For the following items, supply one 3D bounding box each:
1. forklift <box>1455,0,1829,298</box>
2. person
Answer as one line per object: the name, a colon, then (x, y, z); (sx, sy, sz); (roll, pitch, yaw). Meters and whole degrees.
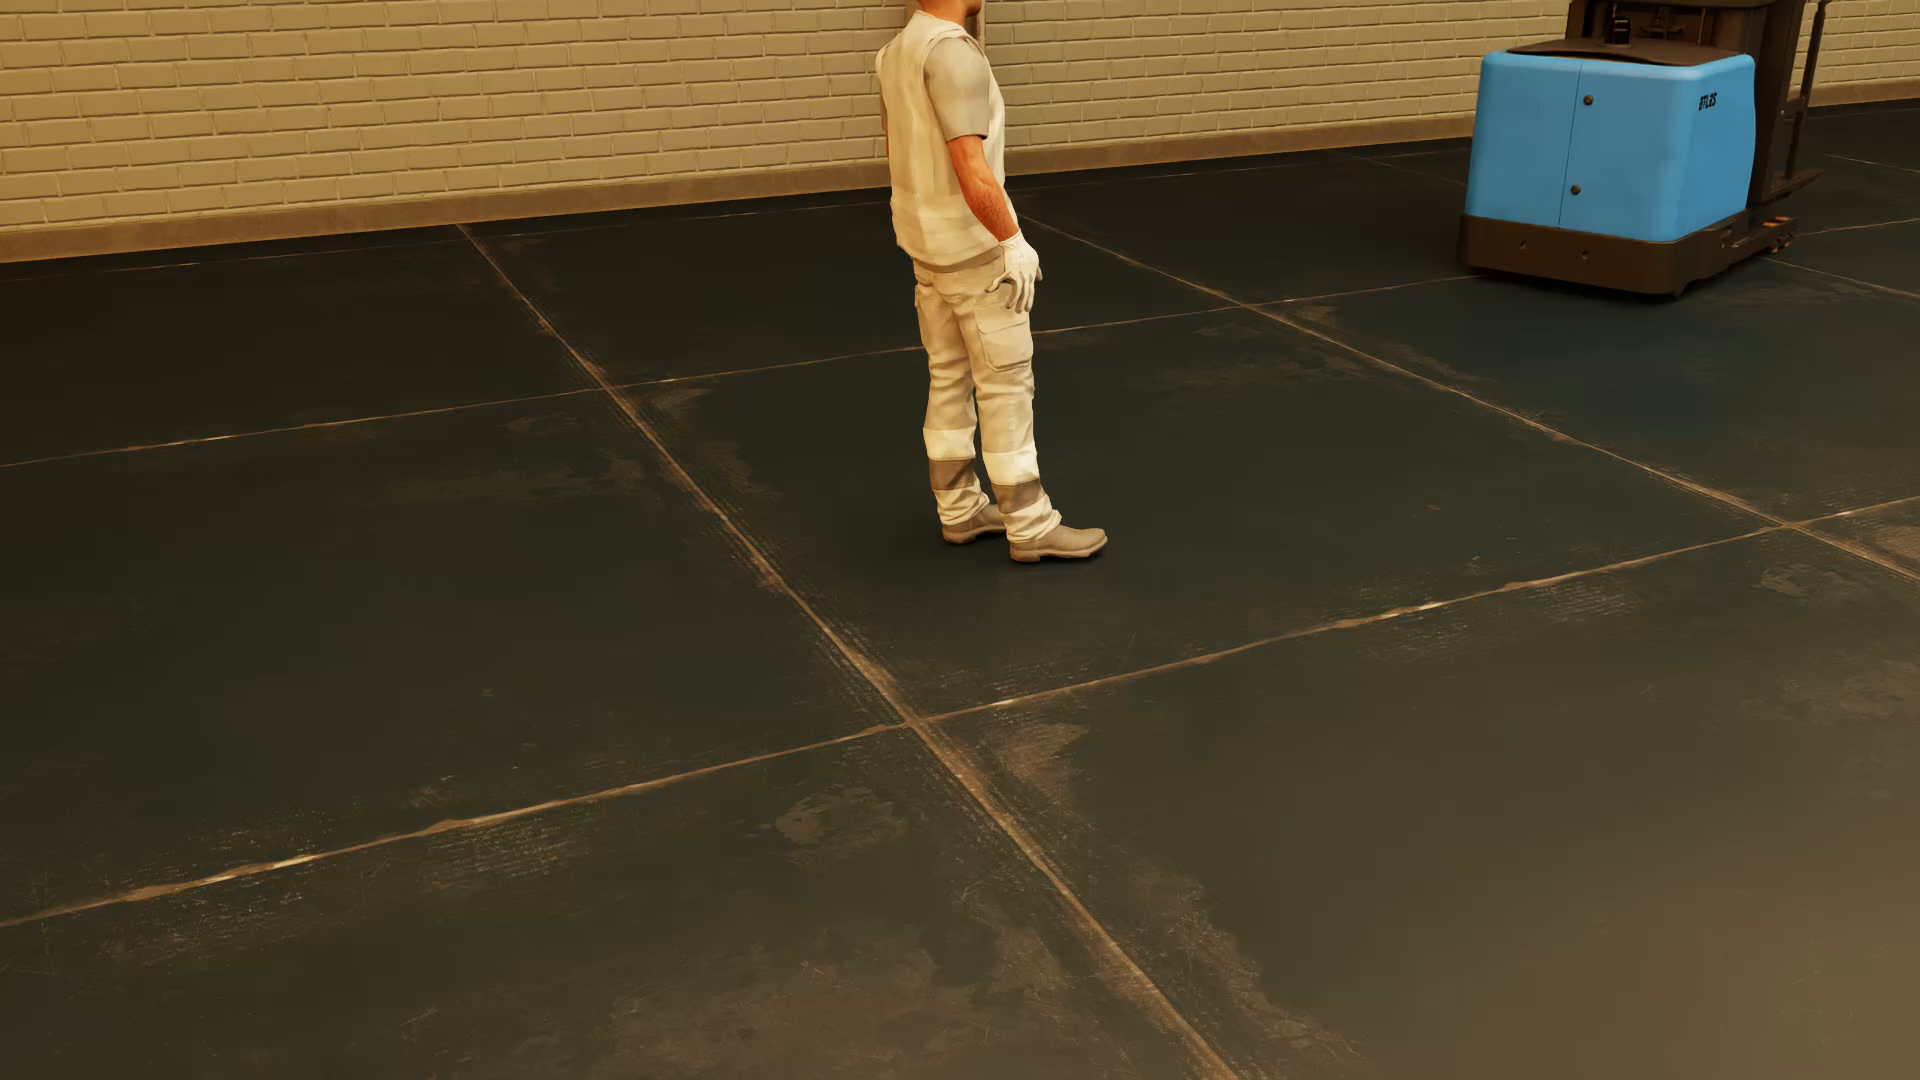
forklift: (3.809, -2.966, 8.425); (1.130, 2.935, 3.031); (19, 29, 38)
person: (0.078, -0.842, 4.781); (0.564, 1.787, 0.637); (-10, 25, -23)
